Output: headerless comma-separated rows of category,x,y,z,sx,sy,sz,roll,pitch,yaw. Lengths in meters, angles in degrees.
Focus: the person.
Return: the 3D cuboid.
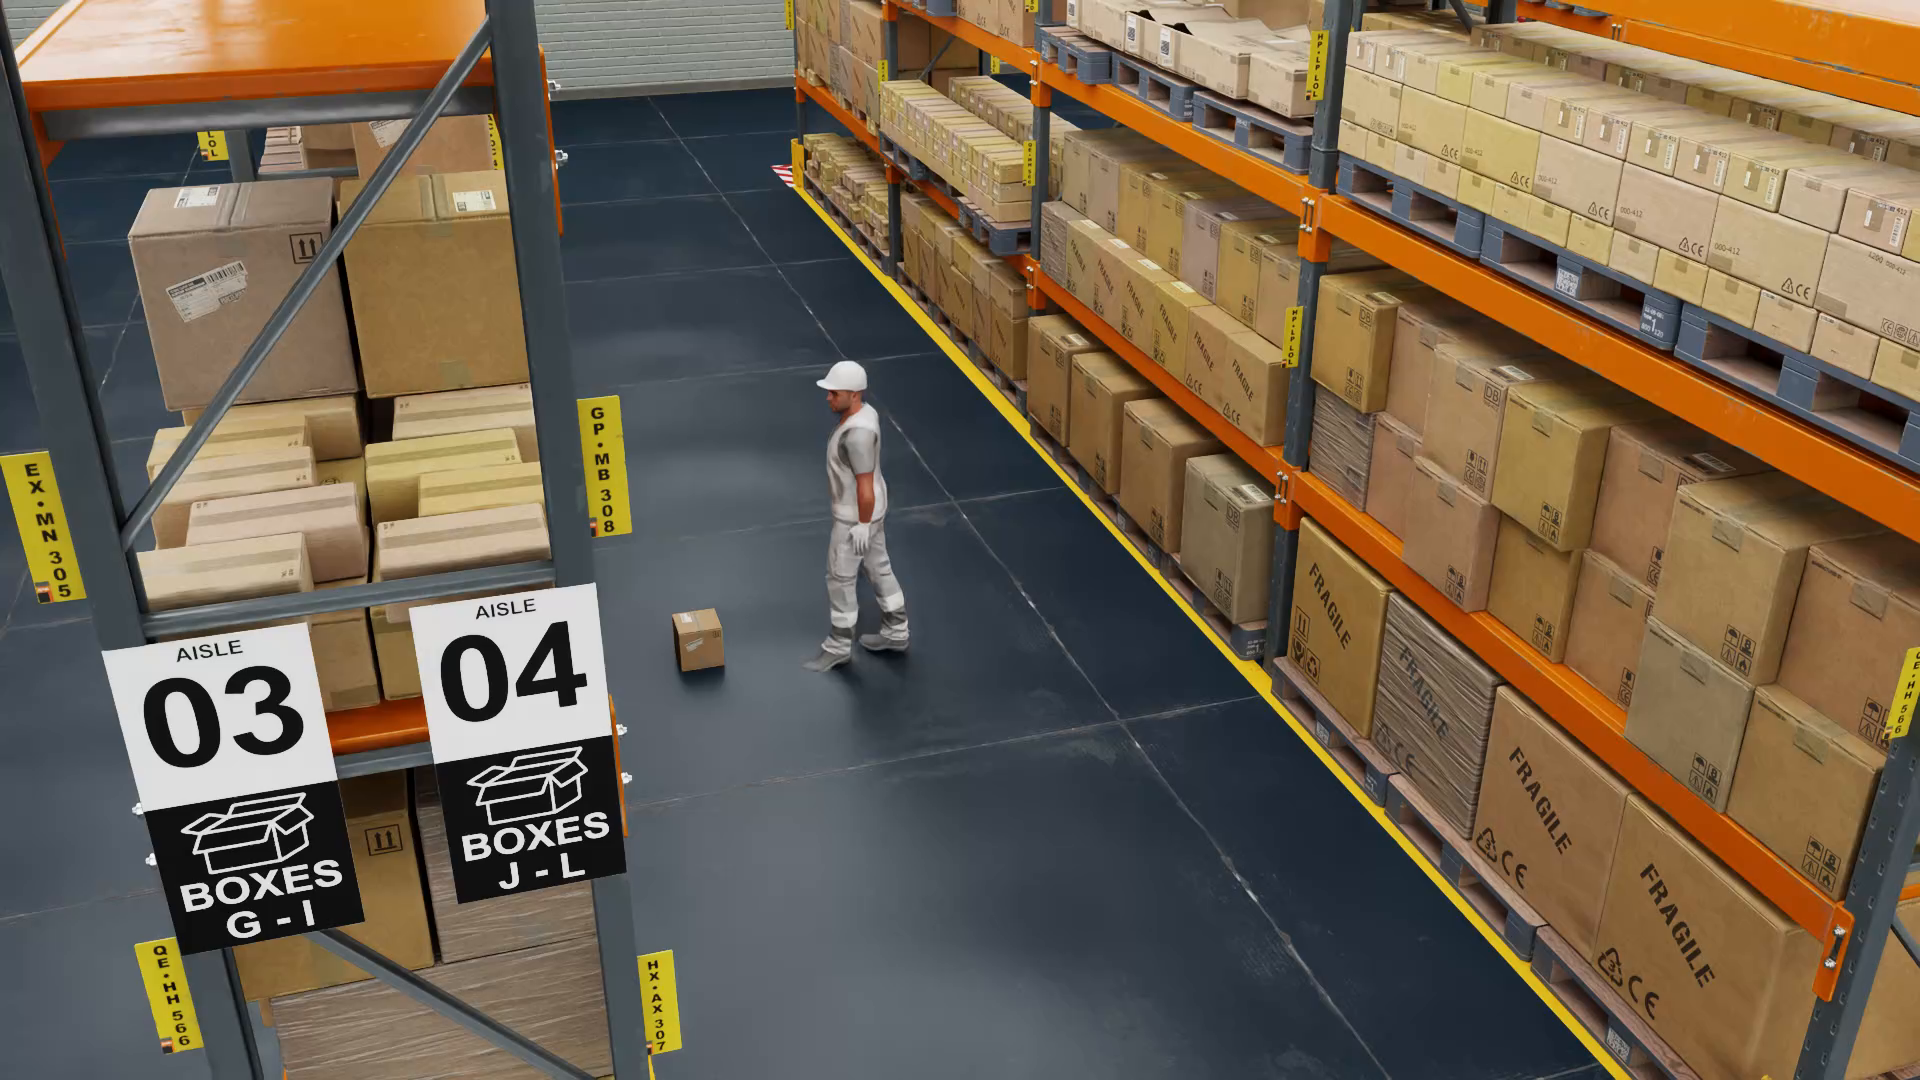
person,-0.600,-0.140,9.381,0.609,1.821,0.577,1,26,3
